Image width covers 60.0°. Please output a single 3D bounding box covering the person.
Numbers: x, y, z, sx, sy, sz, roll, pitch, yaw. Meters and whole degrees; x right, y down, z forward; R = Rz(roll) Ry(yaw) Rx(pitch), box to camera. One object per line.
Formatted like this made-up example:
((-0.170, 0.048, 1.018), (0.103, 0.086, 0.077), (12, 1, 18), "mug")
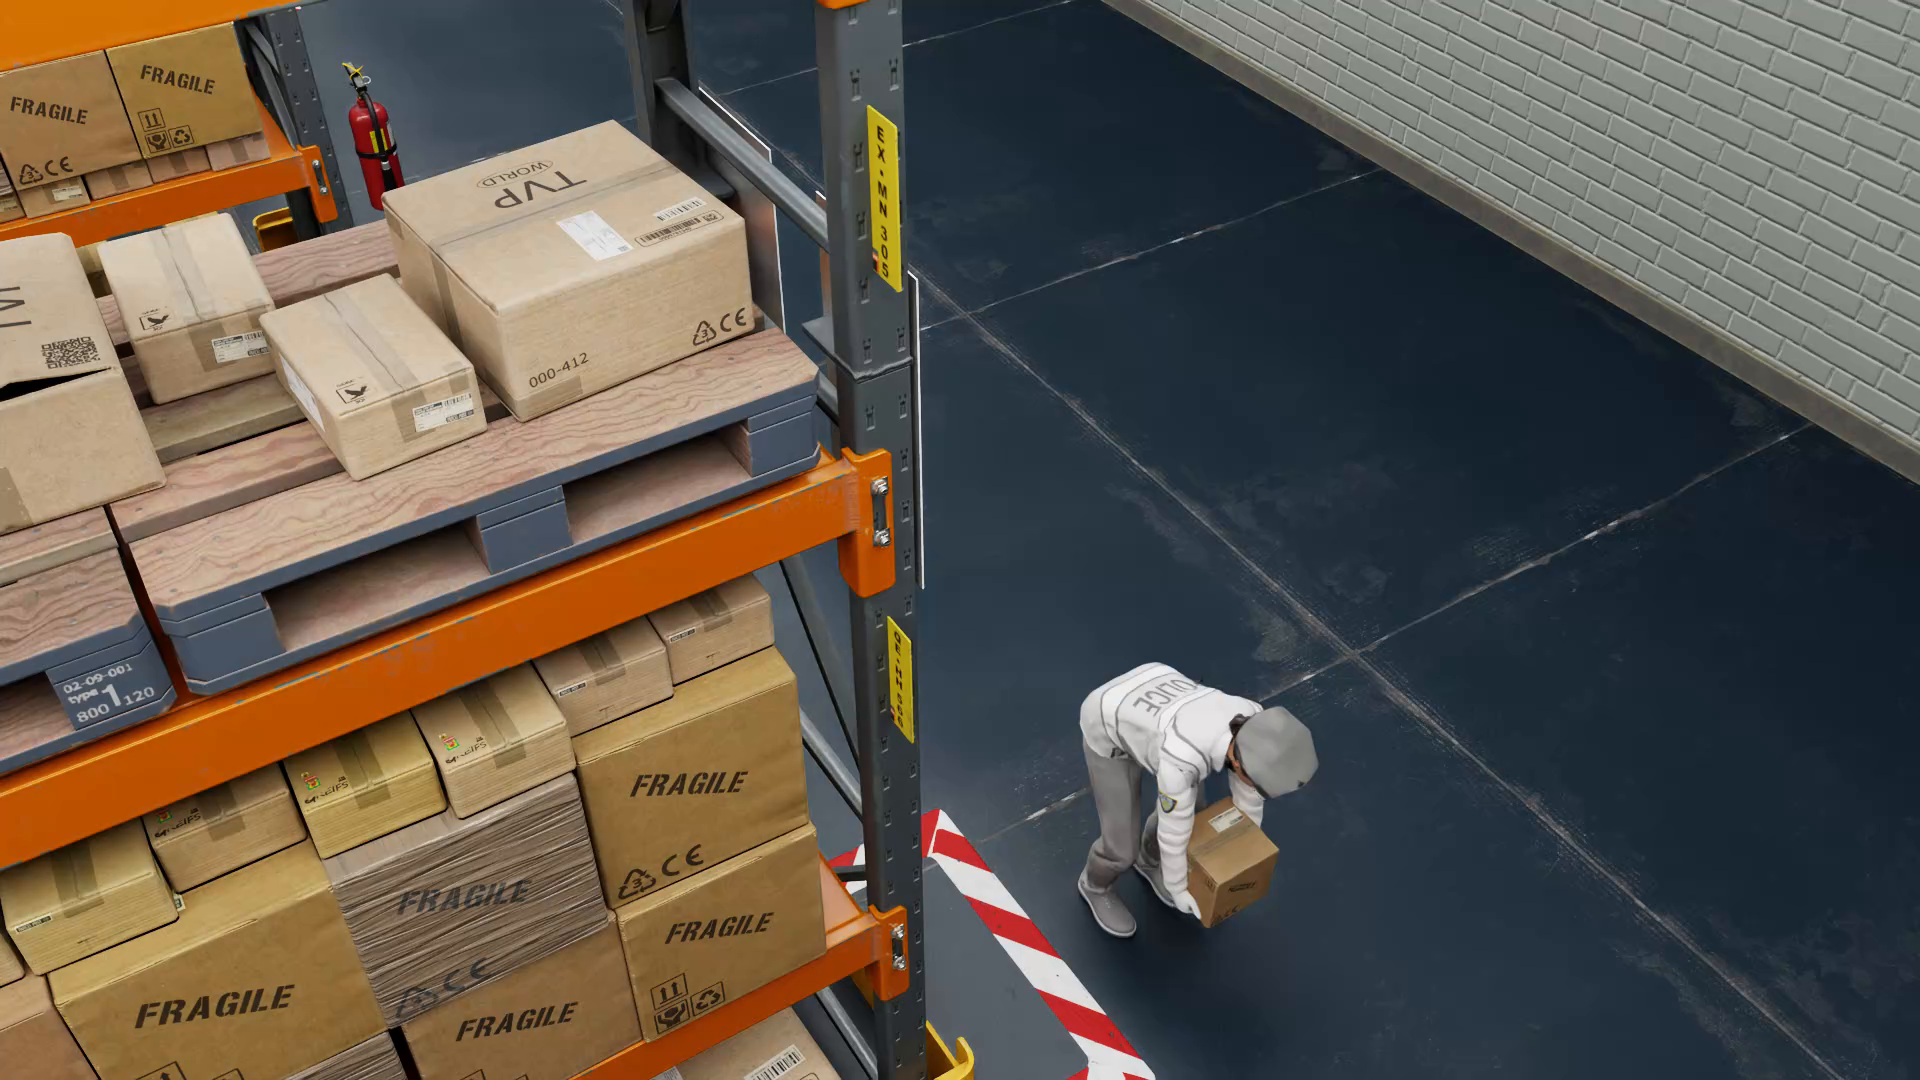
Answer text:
((0.735, 0.885, 5.404), (0.417, 1.324, 0.866), (-24, 46, -25), "person")
